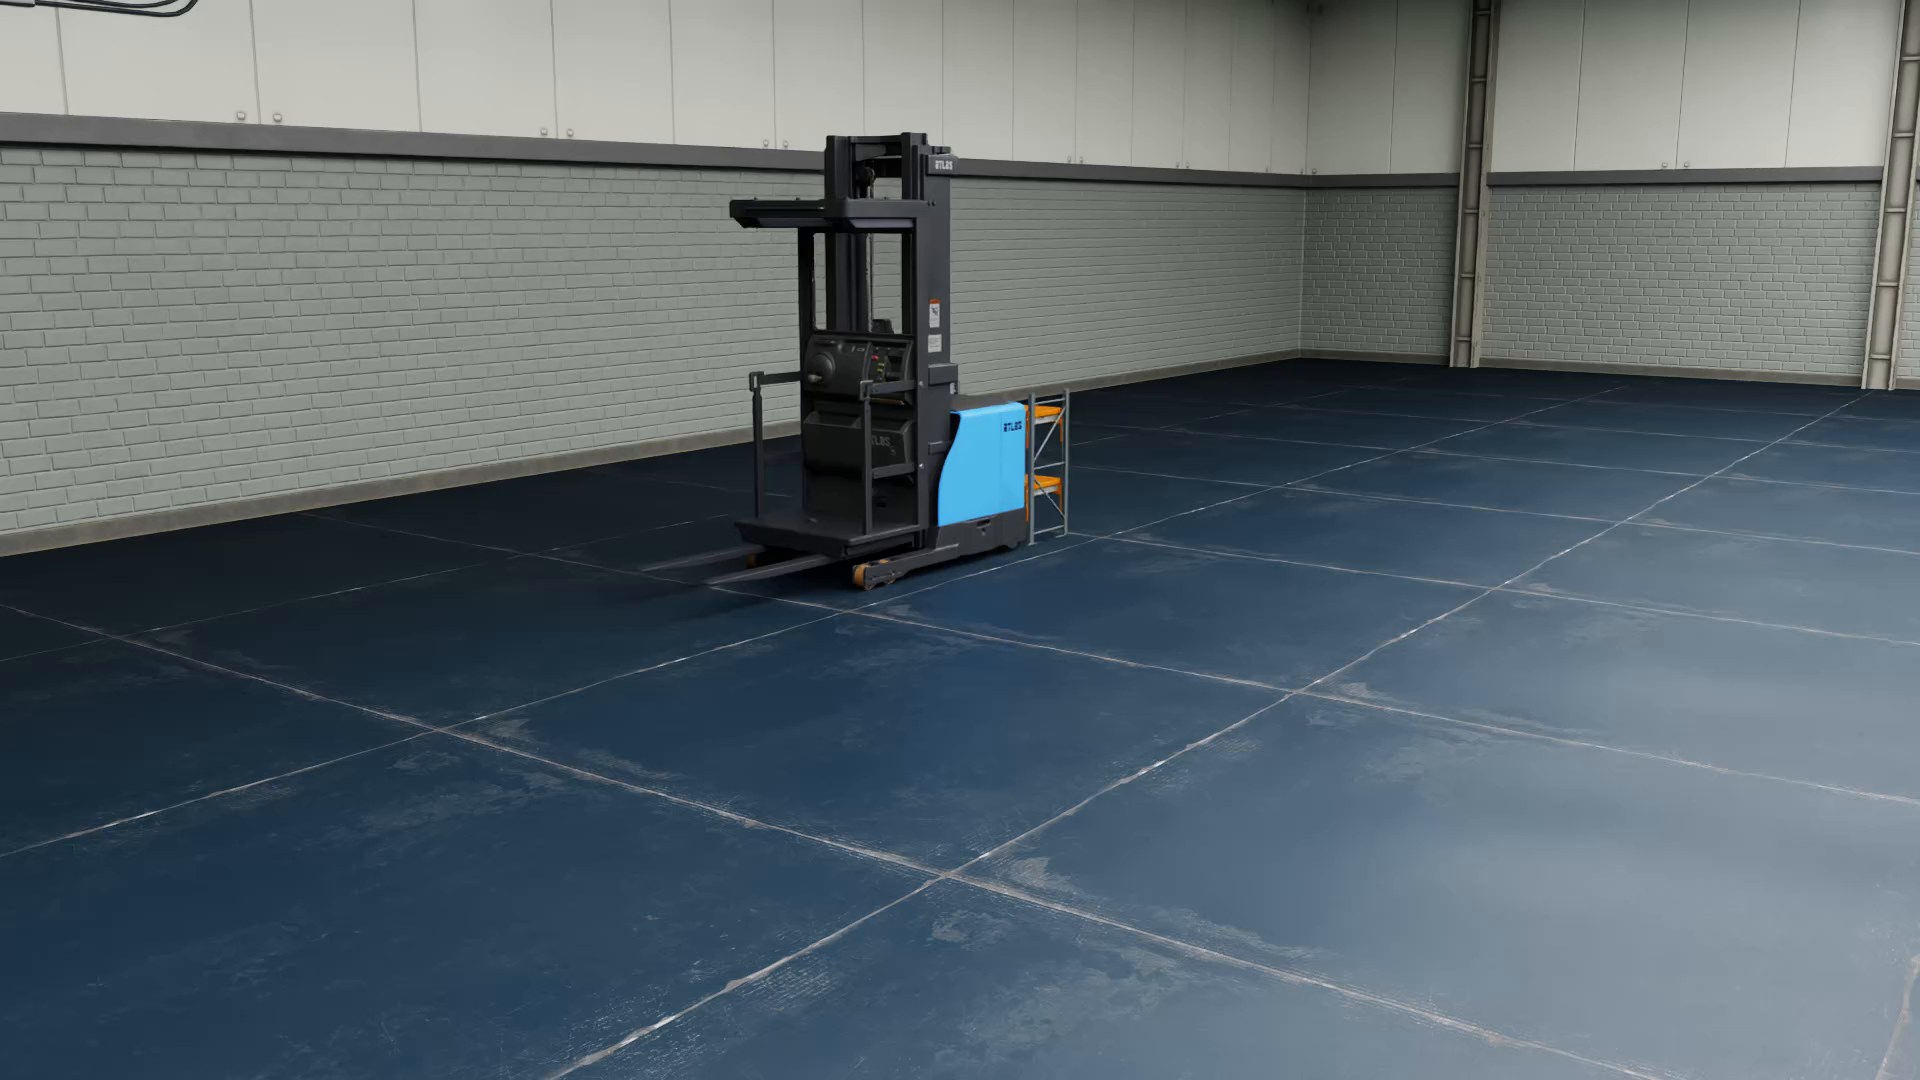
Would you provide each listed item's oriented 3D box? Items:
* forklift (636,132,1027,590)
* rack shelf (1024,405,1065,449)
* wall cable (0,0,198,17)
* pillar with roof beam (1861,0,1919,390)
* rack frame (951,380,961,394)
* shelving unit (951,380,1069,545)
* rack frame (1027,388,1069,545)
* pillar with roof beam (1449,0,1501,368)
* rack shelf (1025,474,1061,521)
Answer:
[{"bbox_3d":[-0.826,-1.221,11.123,1.130,2.935,3.031,9,14,38],"label":"forklift"},{"bbox_3d":[0.251,-0.897,12.664,1.000,0.278,0.538,8,14,36],"label":"rack shelf"},{"bbox_3d":[-6.363,-6.083,11.329,0.169,6.003,2.305,8,13,36],"label":"wall cable"},{"bbox_3d":[10.529,-5.917,19.424,0.400,9.000,9.100,8,13,36],"label":"pillar with roof beam"},{"bbox_3d":[-0.156,-0.667,13.017,0.032,1.125,0.500,8,14,36],"label":"rack frame"},{"bbox_3d":[0.251,-0.610,12.719,1.048,1.125,0.538,8,14,36],"label":"shelving unit"},{"bbox_3d":[0.659,-0.552,12.421,0.032,1.125,0.500,8,14,36],"label":"rack frame"},{"bbox_3d":[5.693,-6.592,22.910,0.400,9.000,9.100,8,13,36],"label":"pillar with roof beam"},{"bbox_3d":[0.251,-0.370,12.766,1.000,0.278,0.538,8,14,36],"label":"rack shelf"}]
